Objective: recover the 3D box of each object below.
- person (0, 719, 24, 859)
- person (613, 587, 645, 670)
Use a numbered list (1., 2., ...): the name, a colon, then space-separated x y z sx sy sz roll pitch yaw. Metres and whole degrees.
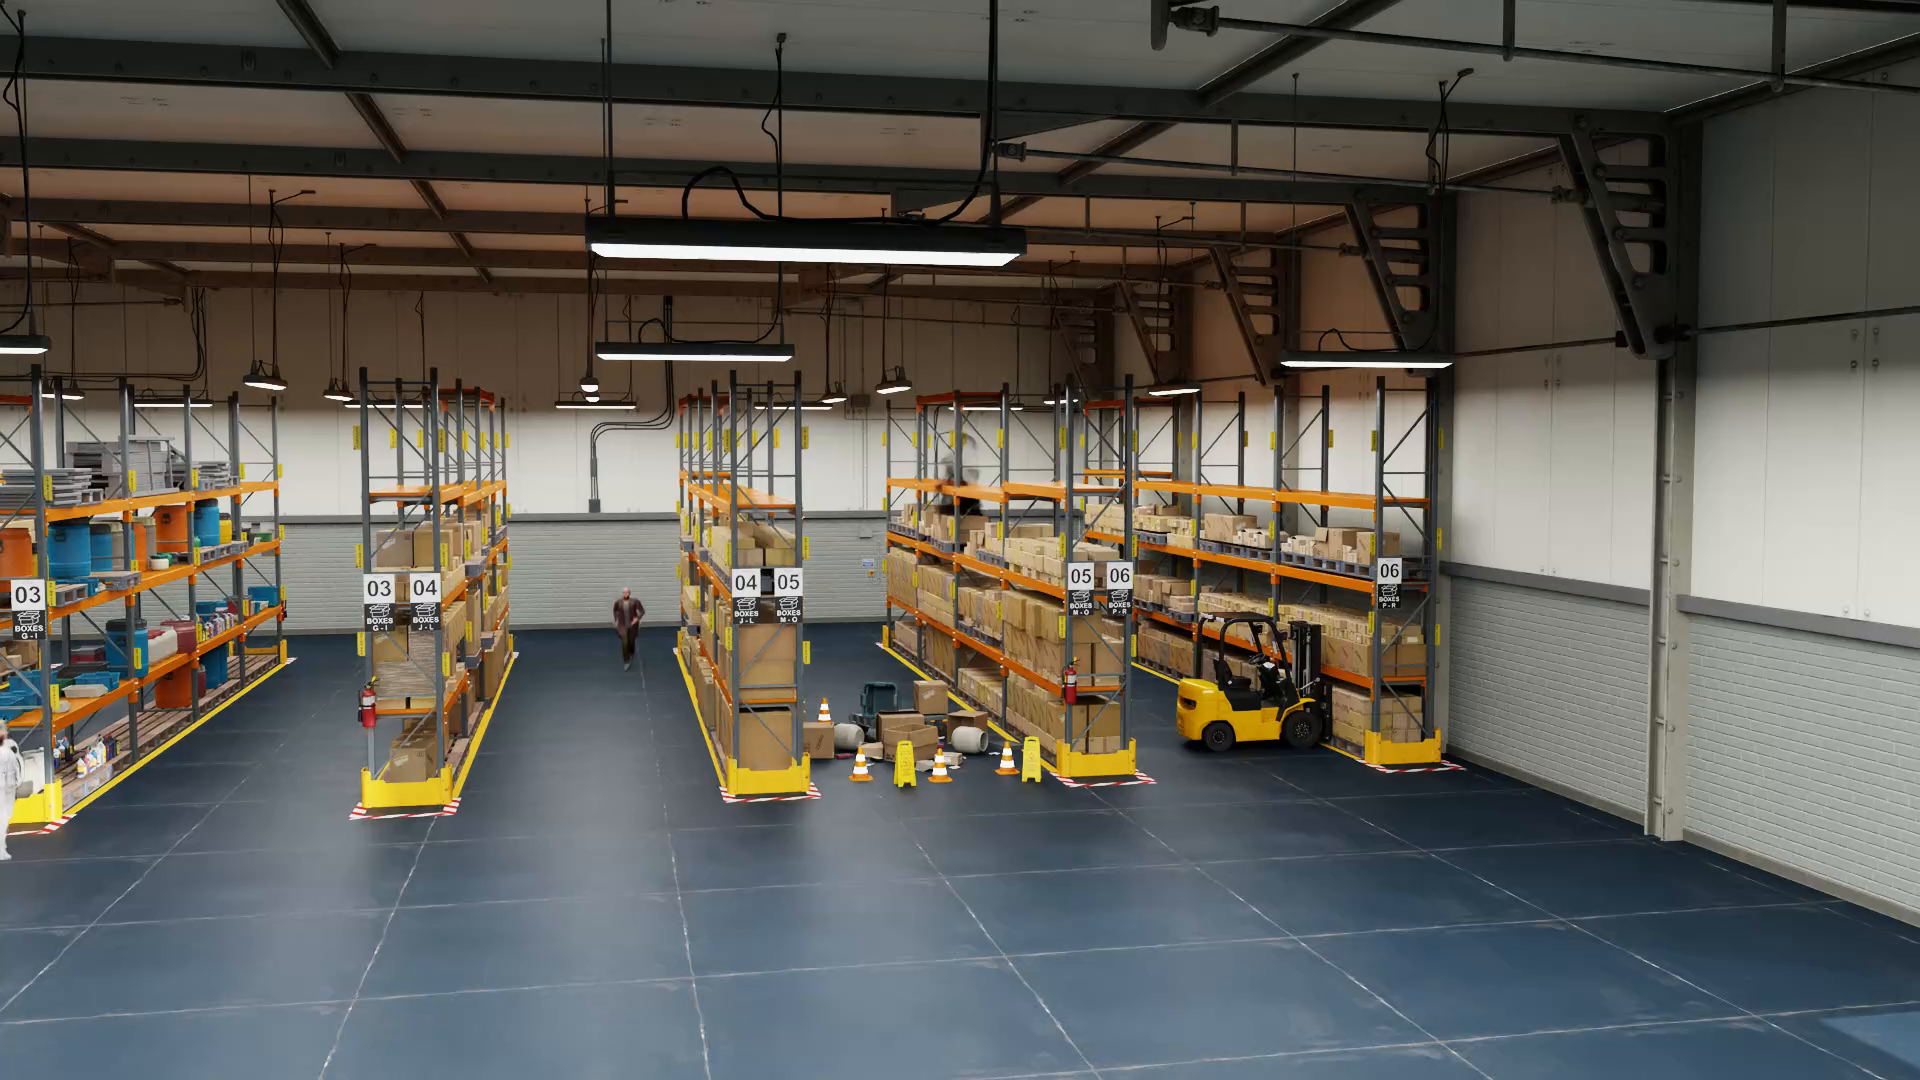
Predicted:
1. person: -11.640 2.982 20.095 0.634 1.699 0.629 2 4 28
2. person: -7.325 1.935 36.782 0.708 1.801 0.881 0 3 -5
